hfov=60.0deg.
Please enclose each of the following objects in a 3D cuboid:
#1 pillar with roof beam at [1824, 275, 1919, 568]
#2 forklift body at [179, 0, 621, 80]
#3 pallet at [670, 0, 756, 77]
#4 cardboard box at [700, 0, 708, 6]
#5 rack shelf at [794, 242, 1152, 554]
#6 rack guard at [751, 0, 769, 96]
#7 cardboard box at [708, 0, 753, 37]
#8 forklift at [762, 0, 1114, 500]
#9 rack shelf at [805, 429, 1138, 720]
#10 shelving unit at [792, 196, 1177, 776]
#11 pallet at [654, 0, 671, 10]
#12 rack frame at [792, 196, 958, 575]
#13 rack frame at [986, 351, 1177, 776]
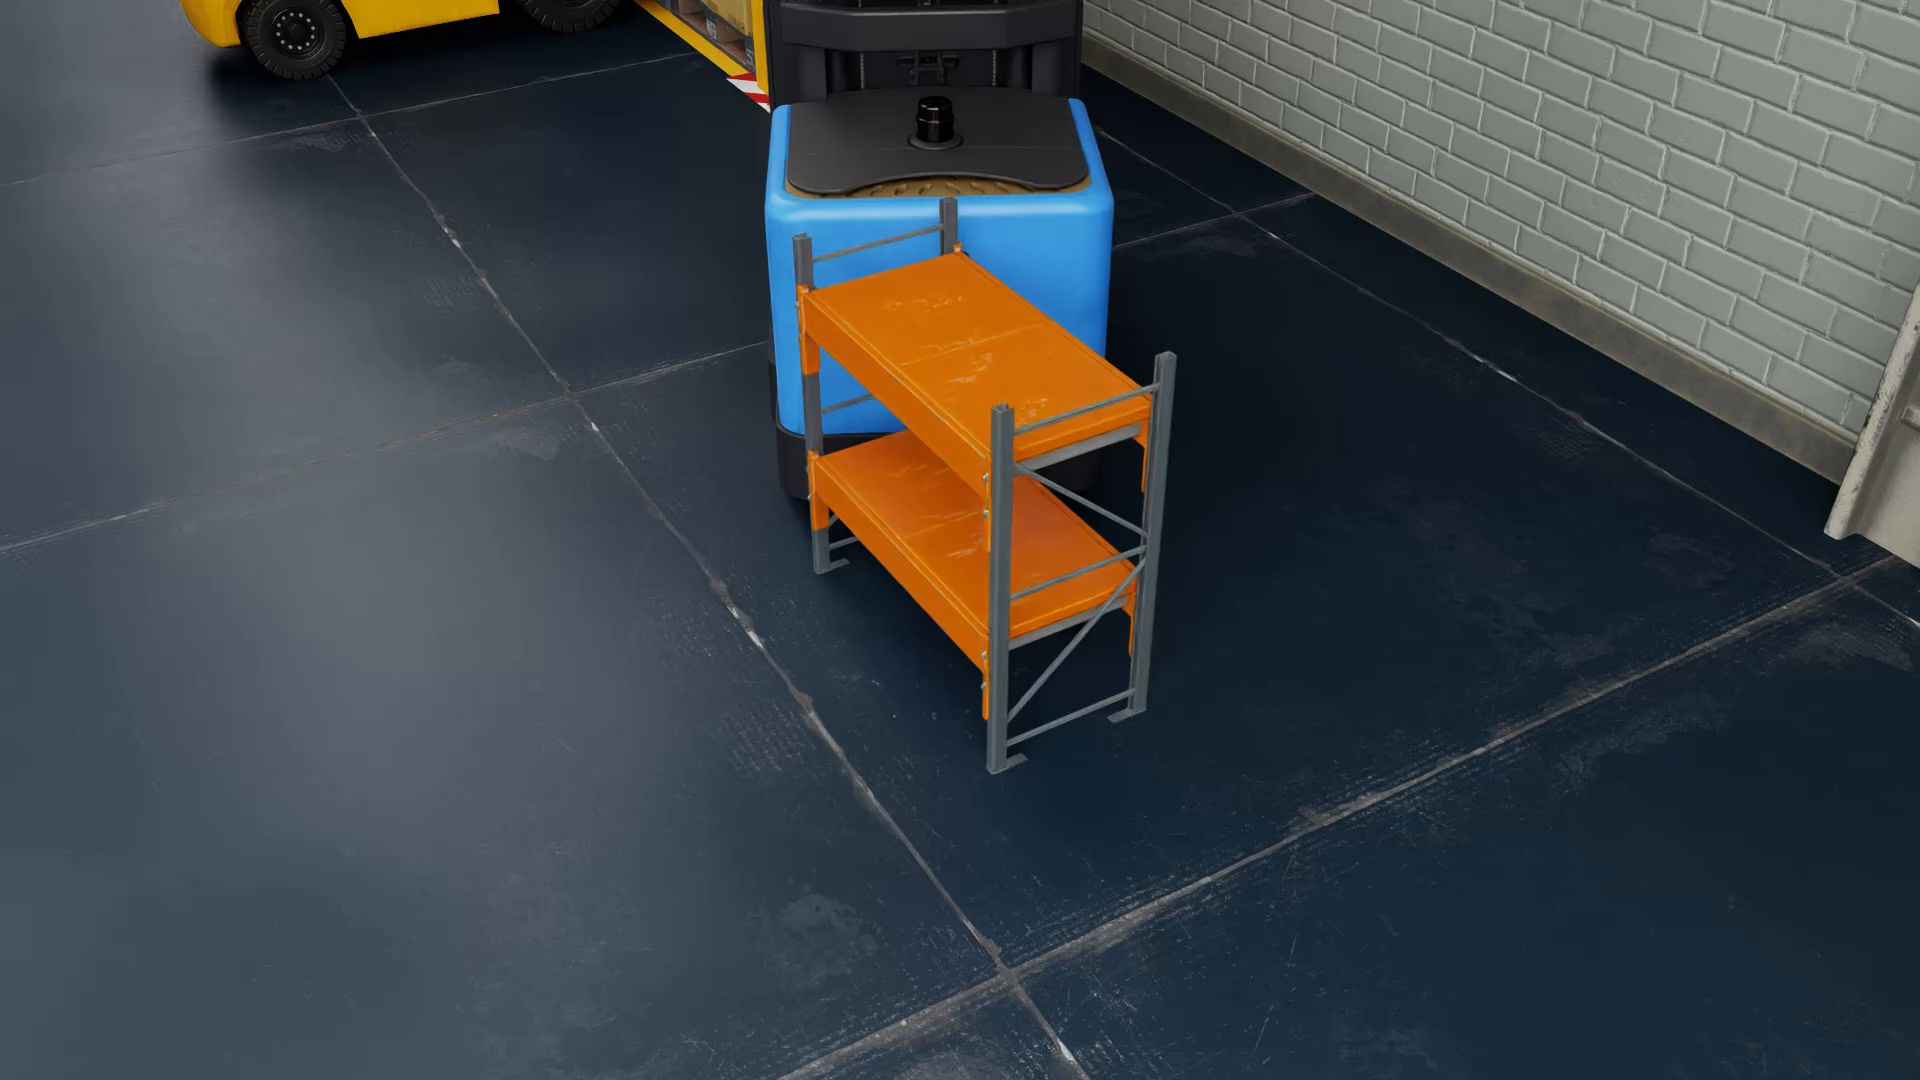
[{"bbox_3d":[-0.748,-2.331,0.812,9.100,9.000,0.400,-19,40,-24],"label":"pillar with roof beam"},{"bbox_3d":[-2.999,-3.706,8.500,2.313,2.155,1.214,-19,40,-24],"label":"forklift body"},{"bbox_3d":[-0.890,-2.873,9.005,1.003,0.211,1.213,-19,40,-24],"label":"pallet"},{"bbox_3d":[-1.220,-3.084,8.904,0.500,0.250,0.500,-19,40,-24],"label":"cardboard box"},{"bbox_3d":[0.032,-0.408,4.358,0.538,0.278,1.000,-19,40,-24],"label":"rack shelf"},{"bbox_3d":[-0.457,-2.600,8.386,1.175,0.500,0.348,-19,40,-24],"label":"rack guard"},{"bbox_3d":[-0.978,-2.827,8.553,0.500,0.250,0.500,-19,40,-24],"label":"cardboard box"},{"bbox_3d":[-0.139,-2.157,5.718,1.130,2.935,3.031,-2,36,-3],"label":"forklift"},{"bbox_3d":[0.032,0.026,4.675,0.538,0.278,1.000,-19,40,-24],"label":"rack shelf"},{"bbox_3d":[0.032,-0.171,4.531,0.538,1.125,1.048,-19,40,-24],"label":"shelving unit"},{"bbox_3d":[-1.499,-3.495,9.856,1.003,0.211,1.213,-19,40,-24],"label":"pallet"},{"bbox_3d":[-0.228,-0.429,4.883,0.500,1.125,0.032,-19,40,-24],"label":"rack frame"},{"bbox_3d":[0.293,0.086,4.178,0.500,1.125,0.032,-19,40,-24],"label":"rack frame"}]
